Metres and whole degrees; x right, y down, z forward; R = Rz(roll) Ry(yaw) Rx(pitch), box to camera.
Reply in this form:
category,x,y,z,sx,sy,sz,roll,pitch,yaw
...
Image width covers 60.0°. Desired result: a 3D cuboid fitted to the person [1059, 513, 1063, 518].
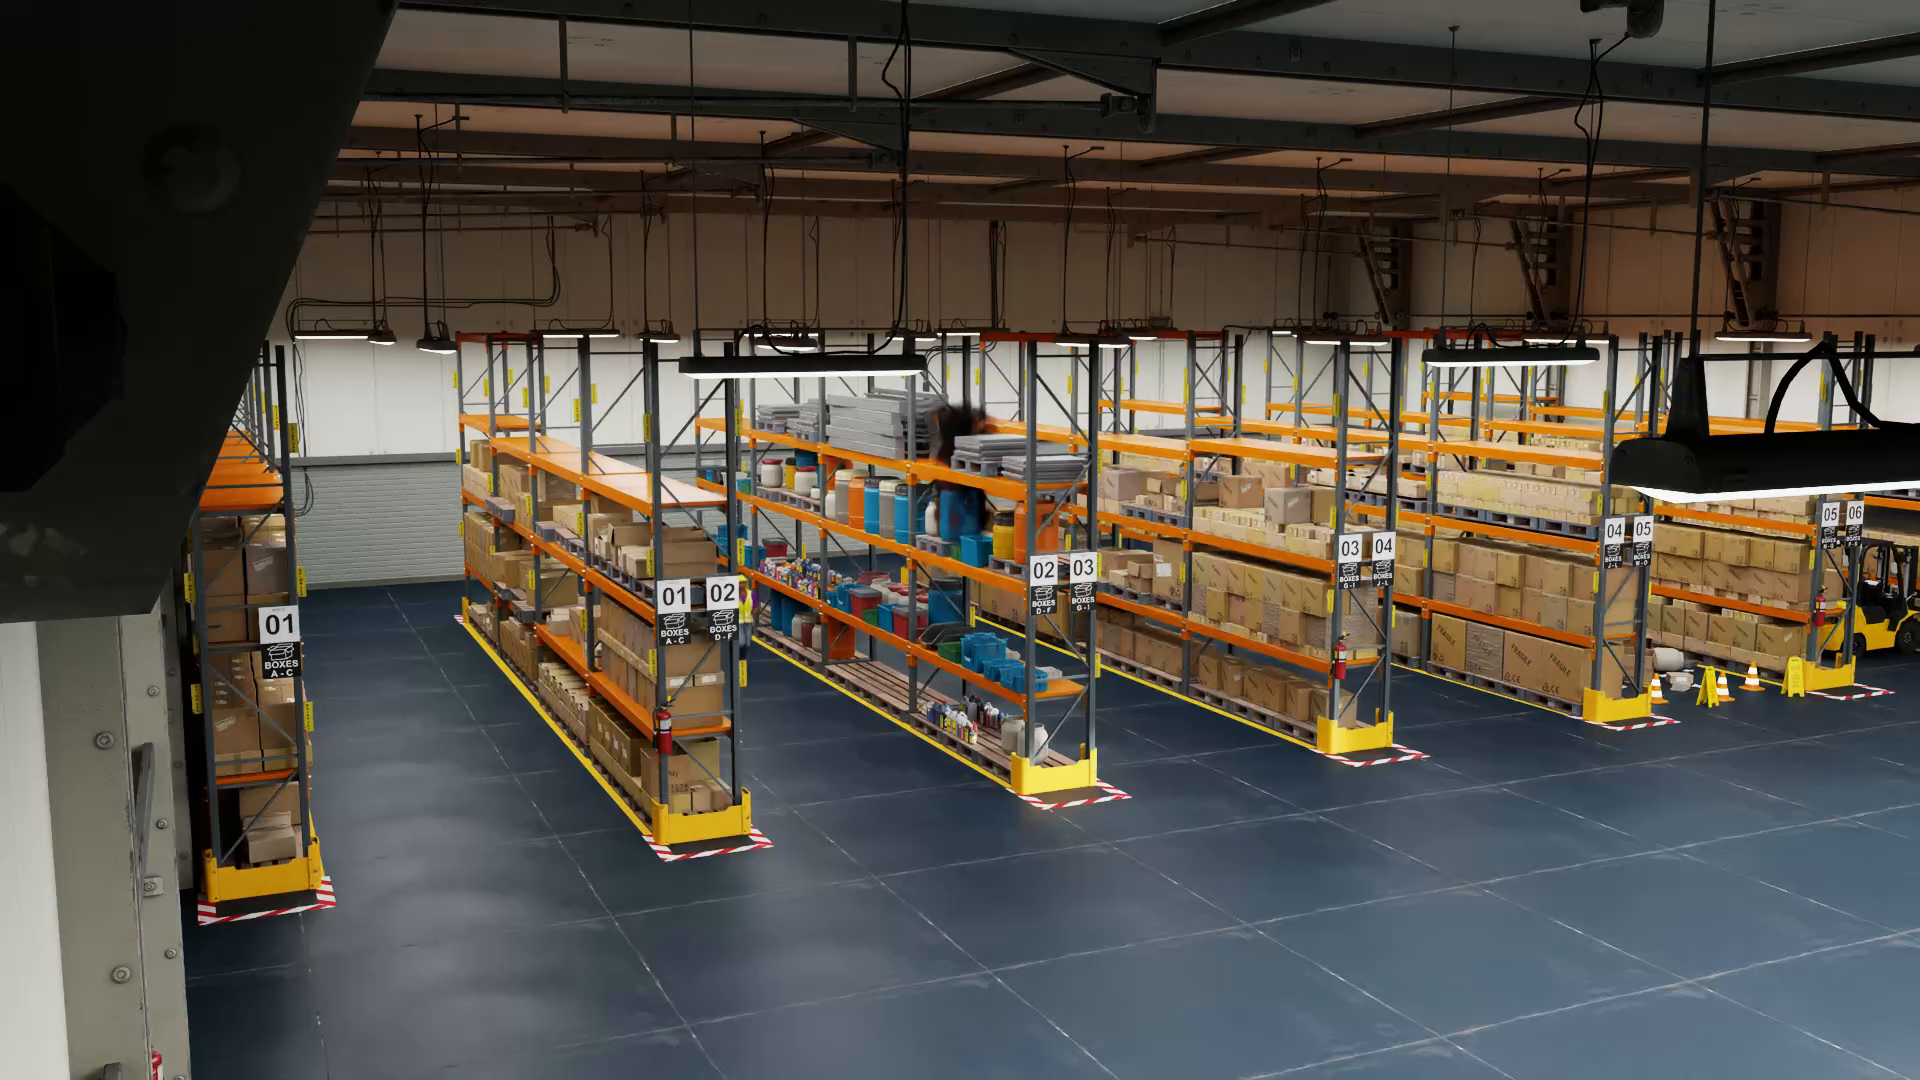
category,x,y,z,sx,sy,sz,roll,pitch,yaw
person,2.320,-0.043,41.367,0.604,1.706,0.679,1,8,9

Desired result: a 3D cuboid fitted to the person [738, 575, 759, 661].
category,x,y,z,sx,sy,sz,roll,pitch,yaw
person,-3.875,1.477,29.559,0.691,1.721,0.639,-4,9,-28
